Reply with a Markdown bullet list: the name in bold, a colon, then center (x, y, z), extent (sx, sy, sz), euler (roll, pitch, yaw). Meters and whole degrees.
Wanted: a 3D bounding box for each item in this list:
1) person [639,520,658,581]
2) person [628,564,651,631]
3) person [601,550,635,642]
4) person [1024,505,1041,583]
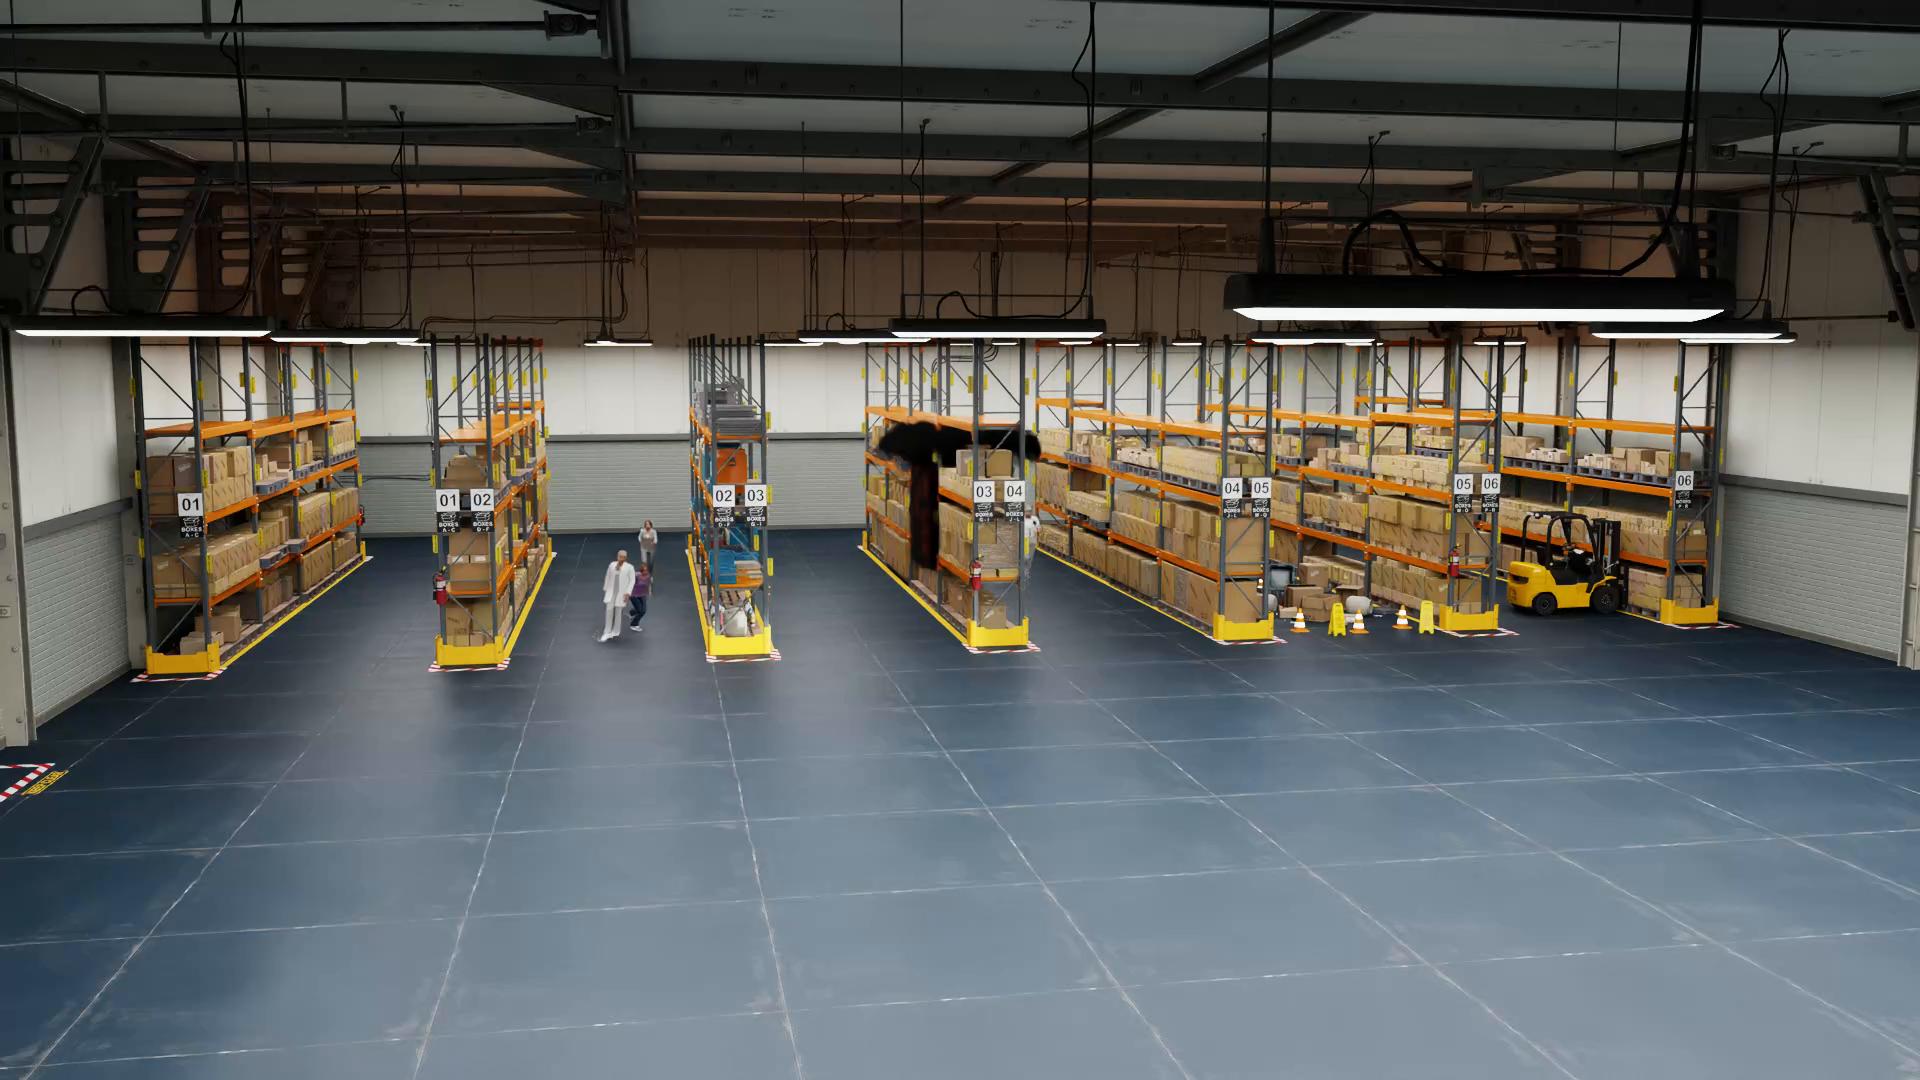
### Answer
- **person**: center (-7.624, 0.296, 40.602), extent (0.426, 1.606, 0.788), euler (-1, 7, -11)
- **person**: center (-6.566, 1.165, 33.775), extent (0.564, 1.420, 0.763), euler (-5, 8, -38)
- **person**: center (-6.778, 1.092, 32.902), extent (0.676, 1.781, 0.692), euler (0, 7, 3)
- **person**: center (1.624, 0.085, 39.284), extent (0.632, 1.843, 0.679), euler (-2, 7, -17)
